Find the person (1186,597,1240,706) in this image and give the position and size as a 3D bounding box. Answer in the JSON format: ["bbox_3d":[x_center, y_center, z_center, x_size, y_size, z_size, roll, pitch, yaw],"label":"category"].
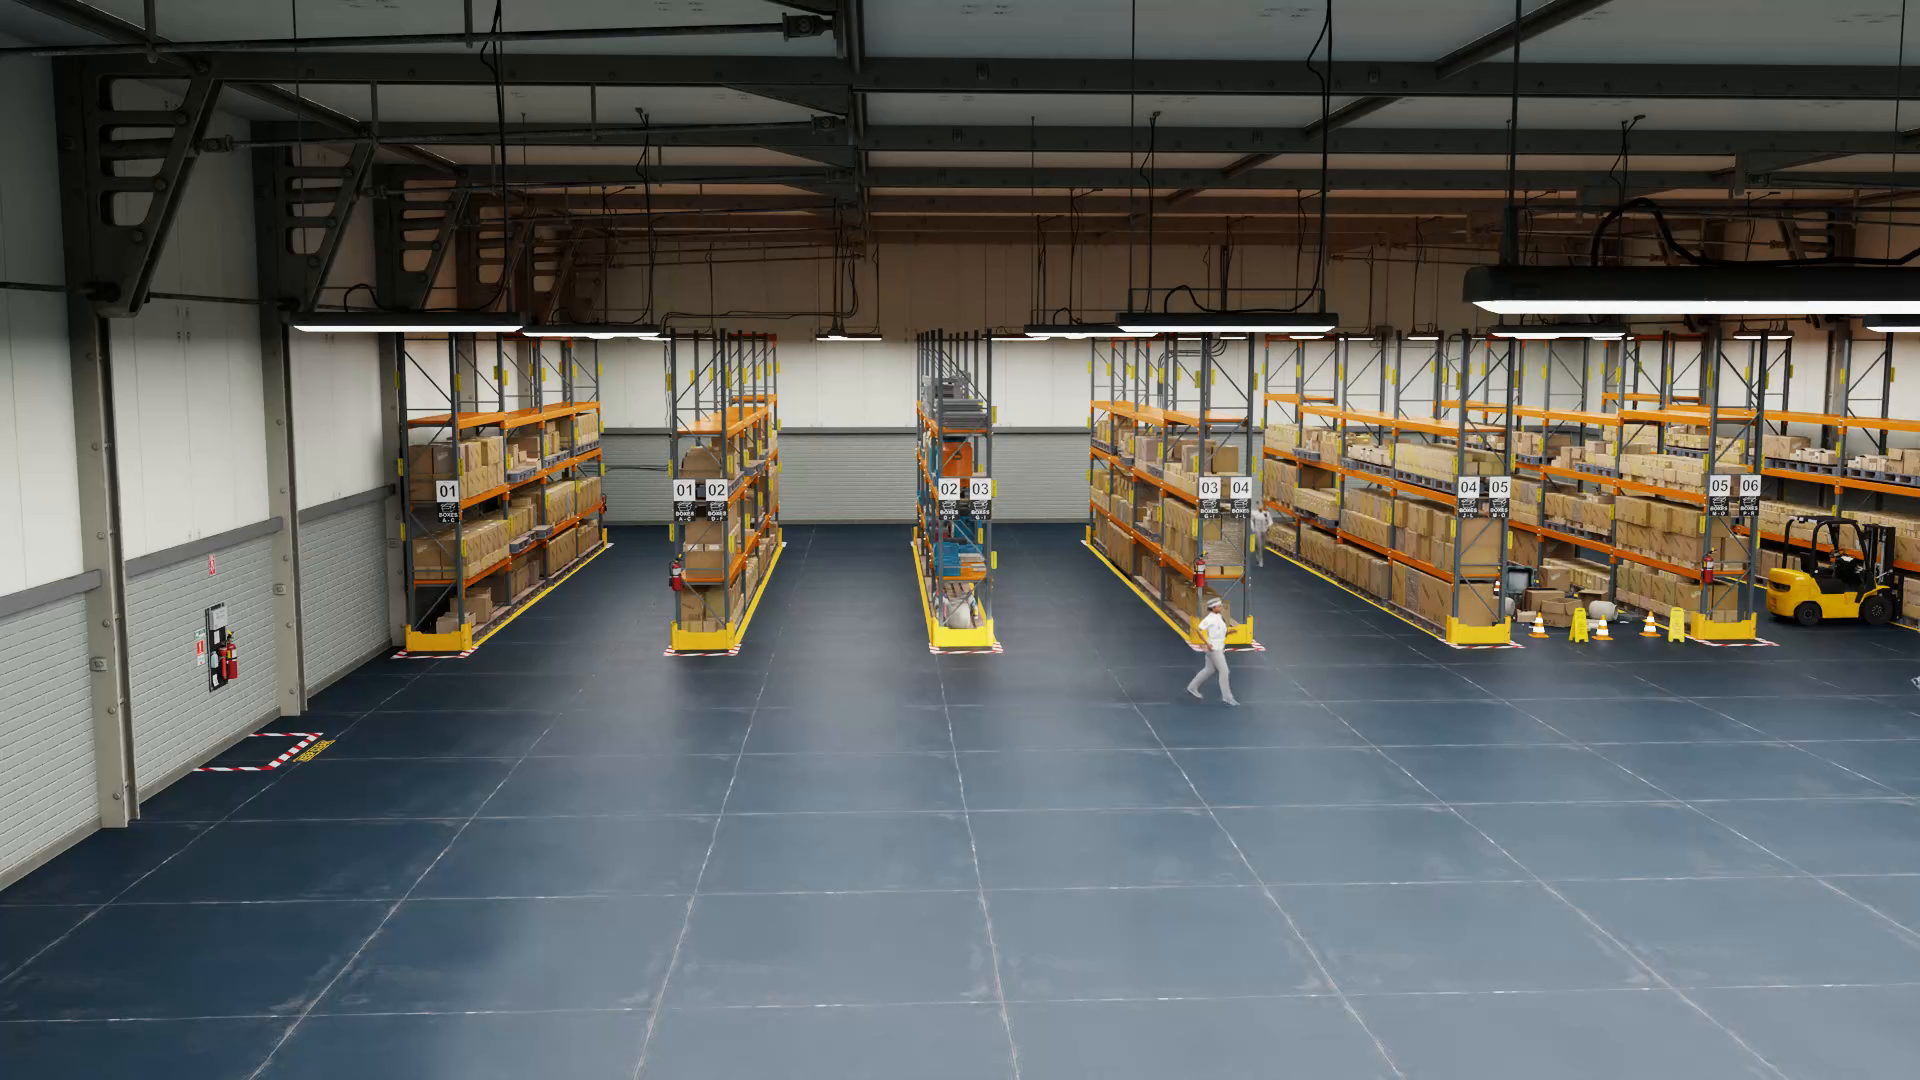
[{"bbox_3d":[4.047,1.755,26.451,0.867,1.721,0.562,2,7,18],"label":"person"}]

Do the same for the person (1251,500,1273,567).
[{"bbox_3d":[7.822,-0.191,43.200,0.608,1.697,0.815,0,7,1],"label":"person"}]

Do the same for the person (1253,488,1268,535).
[{"bbox_3d":[8.967,-0.819,49.155,0.532,1.571,0.690,-1,7,-9],"label":"person"}]
